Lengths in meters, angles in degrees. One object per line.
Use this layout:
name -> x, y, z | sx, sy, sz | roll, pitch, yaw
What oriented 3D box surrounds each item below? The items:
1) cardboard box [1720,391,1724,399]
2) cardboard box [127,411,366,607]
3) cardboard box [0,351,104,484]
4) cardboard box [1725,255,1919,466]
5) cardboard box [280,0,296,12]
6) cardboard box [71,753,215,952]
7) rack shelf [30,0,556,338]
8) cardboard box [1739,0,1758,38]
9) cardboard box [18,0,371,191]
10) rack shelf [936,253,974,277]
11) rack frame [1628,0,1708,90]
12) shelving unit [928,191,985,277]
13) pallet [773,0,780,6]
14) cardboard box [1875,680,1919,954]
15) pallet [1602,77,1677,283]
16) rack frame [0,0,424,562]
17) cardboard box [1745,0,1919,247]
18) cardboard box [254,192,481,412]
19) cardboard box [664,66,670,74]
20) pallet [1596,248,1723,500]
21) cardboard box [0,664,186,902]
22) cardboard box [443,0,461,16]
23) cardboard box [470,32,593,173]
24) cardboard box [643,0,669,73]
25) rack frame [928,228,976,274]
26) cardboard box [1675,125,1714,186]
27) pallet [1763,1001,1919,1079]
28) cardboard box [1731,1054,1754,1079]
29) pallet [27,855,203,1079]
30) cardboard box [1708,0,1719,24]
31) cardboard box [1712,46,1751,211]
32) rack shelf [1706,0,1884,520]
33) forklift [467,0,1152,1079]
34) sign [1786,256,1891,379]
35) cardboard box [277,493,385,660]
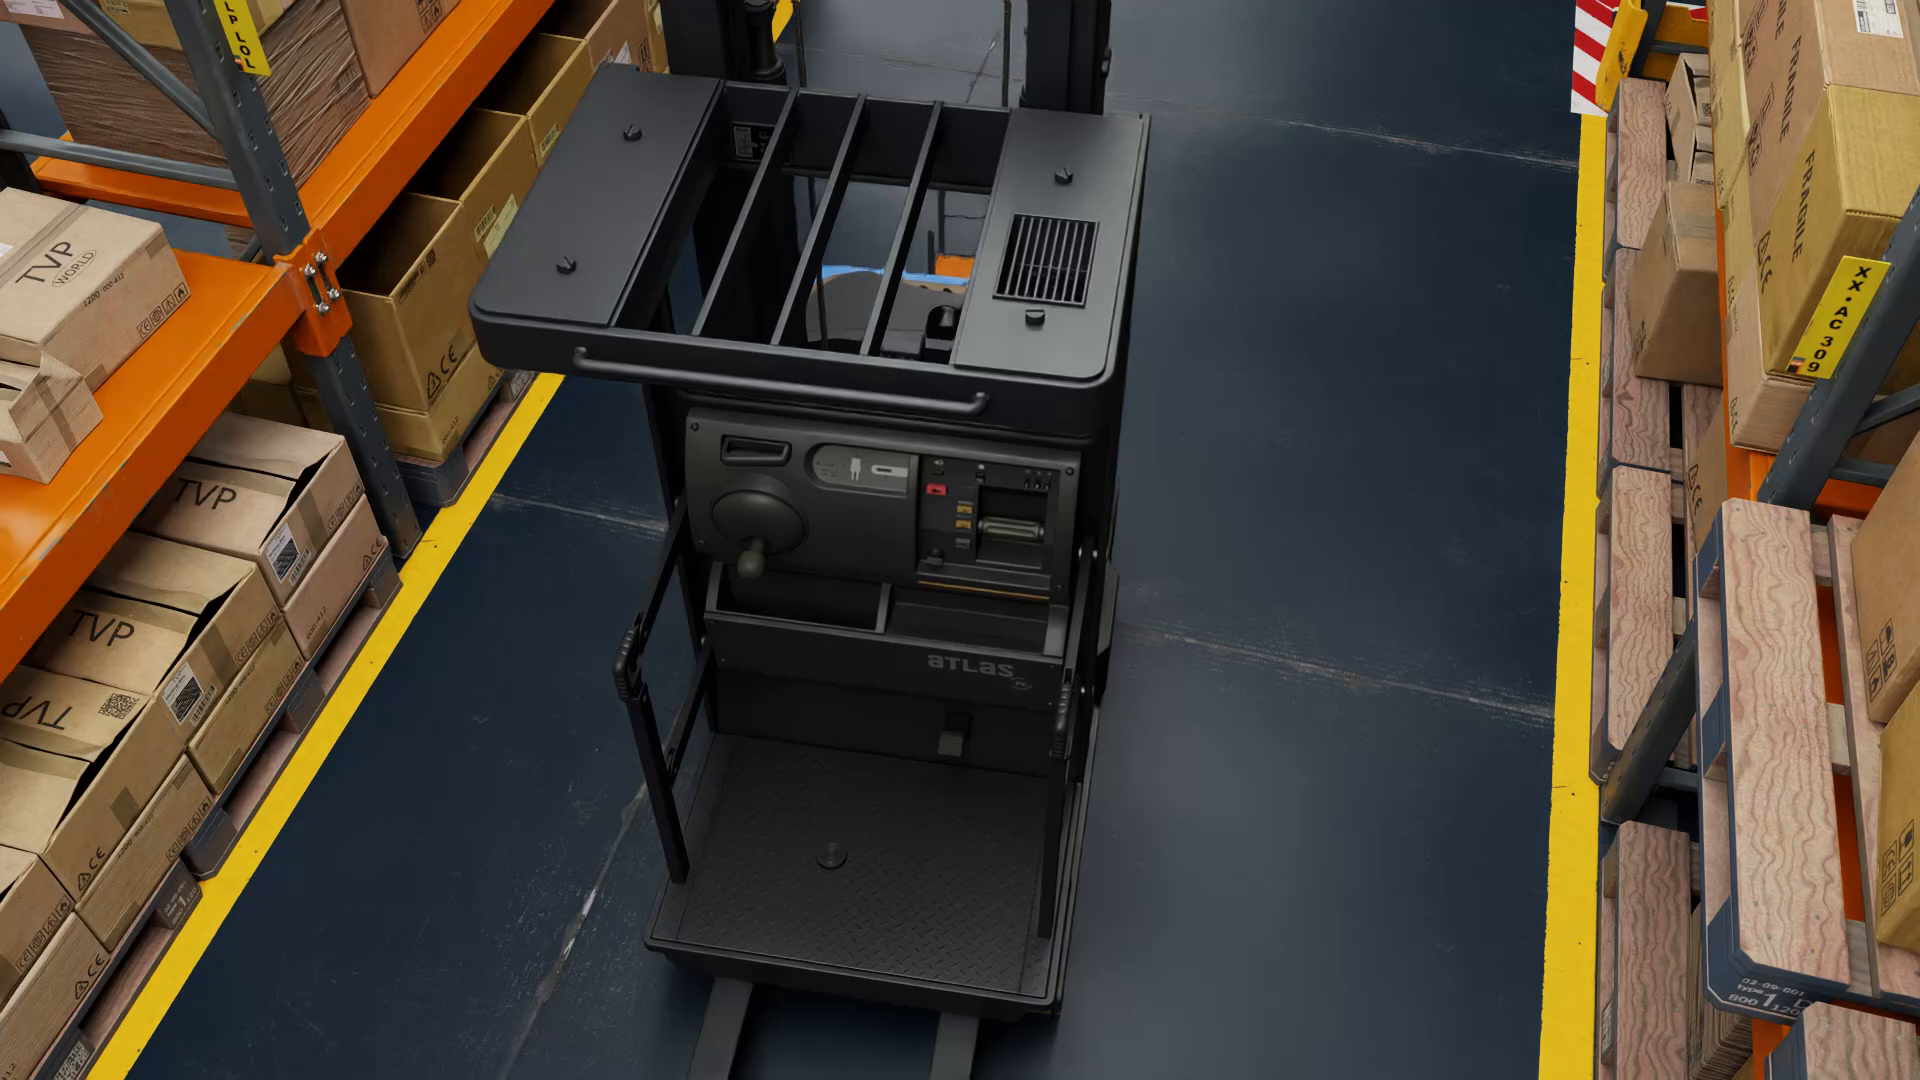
cardboard box -> 2.863, -0.443, 5.749 | 0.380, 0.149, 0.250 | 8, 49, 7
cardboard box -> -2.188, -0.128, 5.042 | 0.500, 0.311, 0.500 | 12, 50, 10
cardboard box -> -2.412, -0.346, 4.145 | 0.396, 0.266, 0.258 | 10, 49, 9
cardboard box -> 2.255, -0.448, 4.231 | 0.500, 0.250, 0.500 | 12, 50, 10
cardboard box -> -2.034, -1.649, 4.705 | 0.380, 0.149, 0.250 | 12, 50, 11
cardboard box -> -2.456, 0.801, 4.597 | 0.500, 0.250, 0.500 | 13, 50, 11
rack shelf -> -1.831, -2.272, 6.234 | 1.077, 0.370, 4.000 | 12, 50, 10
cardboard box -> 2.653, -1.797, 4.922 | 0.500, 0.500, 0.500 | 13, 50, 11
cardboard box -> -2.247, -1.418, 4.935 | 0.700, 0.500, 0.500 | 10, 49, 9
rack shelf -> 0.038, -0.797, 5.232 | 0.258, 0.103, 0.180 | 7, 49, 6
rack frame -> 3.475, -2.982, 6.381 | 1.000, 3.000, 0.127 | 12, 50, 10
shelving unit -> 0.038, -0.588, 5.469 | 0.258, 1.200, 0.189 | 7, 49, 6
pallet -> -1.466, -2.472, 7.791 | 1.003, 0.211, 1.213 | 12, 50, 10
cardboard box -> 2.101, 0.497, 2.950 | 0.700, 0.500, 0.500 | 16, 51, 14
pallet -> 3.207, -1.423, 6.865 | 1.003, 0.211, 1.213 | 12, 50, 10
rack frame -> -2.358, -1.063, 4.688 | 1.000, 3.000, 0.127 | 12, 50, 10
cardboard box -> 2.374, -1.059, 4.270 | 0.500, 0.500, 0.500 | 11, 50, 10
cardboard box -> -1.934, -0.814, 5.521 | 0.500, 0.500, 0.500 | 12, 50, 10
cardboard box -> -1.411, -2.013, 7.080 | 0.500, 0.250, 0.500 | 12, 50, 10
pallet -> 2.884, -0.544, 6.089 | 1.003, 0.211, 1.213 | 12, 50, 10
cardboard box -> -2.452, 0.610, 4.391 | 0.500, 0.311, 0.500 | 11, 50, 10
cardboard box -> -1.979, -2.163, 5.592 | 0.700, 0.500, 0.500 | 12, 50, 11
cardboard box -> -1.671, -1.537, 6.160 | 0.500, 0.500, 0.500 | 12, 50, 10
cardboard box -> -1.408, -2.261, 6.798 | 0.500, 0.500, 0.500 | 12, 50, 10
rack frame -> 0.023, -0.520, 5.409 | 0.240, 1.200, 0.006 | 7, 49, 6
cardboard box -> 3.056, -1.342, 6.434 | 0.500, 0.311, 0.500 | 15, 50, 13
pallet -> 1.851, 1.429, 2.616 | 1.003, 0.211, 1.213 | 12, 50, 10
cardboard box -> 2.157, 1.513, 3.788 | 0.700, 0.500, 0.500 | 11, 49, 9
pallet -> -2.833, 1.285, 4.475 | 1.003, 0.211, 1.213 | 12, 50, 10
cardboard box -> 2.778, -1.903, 5.515 | 0.500, 0.250, 0.500 | 11, 49, 9
cardboard box -> 2.511, -1.173, 4.872 | 0.500, 0.250, 0.500 | 11, 50, 10
rack shelf -> 2.949, -1.297, 5.374 | 1.077, 0.370, 4.000 | 12, 50, 10
forklift -> -0.221, 0.034, 3.765 | 1.130, 2.935, 3.031 | 7, 49, 6
sign -> 1.897, -0.476, 3.592 | 0.100, 0.325, 0.005 | 12, 50, 10
cardboard box -> -2.187, 0.065, 5.246 | 0.500, 0.250, 0.500 | 11, 50, 10
